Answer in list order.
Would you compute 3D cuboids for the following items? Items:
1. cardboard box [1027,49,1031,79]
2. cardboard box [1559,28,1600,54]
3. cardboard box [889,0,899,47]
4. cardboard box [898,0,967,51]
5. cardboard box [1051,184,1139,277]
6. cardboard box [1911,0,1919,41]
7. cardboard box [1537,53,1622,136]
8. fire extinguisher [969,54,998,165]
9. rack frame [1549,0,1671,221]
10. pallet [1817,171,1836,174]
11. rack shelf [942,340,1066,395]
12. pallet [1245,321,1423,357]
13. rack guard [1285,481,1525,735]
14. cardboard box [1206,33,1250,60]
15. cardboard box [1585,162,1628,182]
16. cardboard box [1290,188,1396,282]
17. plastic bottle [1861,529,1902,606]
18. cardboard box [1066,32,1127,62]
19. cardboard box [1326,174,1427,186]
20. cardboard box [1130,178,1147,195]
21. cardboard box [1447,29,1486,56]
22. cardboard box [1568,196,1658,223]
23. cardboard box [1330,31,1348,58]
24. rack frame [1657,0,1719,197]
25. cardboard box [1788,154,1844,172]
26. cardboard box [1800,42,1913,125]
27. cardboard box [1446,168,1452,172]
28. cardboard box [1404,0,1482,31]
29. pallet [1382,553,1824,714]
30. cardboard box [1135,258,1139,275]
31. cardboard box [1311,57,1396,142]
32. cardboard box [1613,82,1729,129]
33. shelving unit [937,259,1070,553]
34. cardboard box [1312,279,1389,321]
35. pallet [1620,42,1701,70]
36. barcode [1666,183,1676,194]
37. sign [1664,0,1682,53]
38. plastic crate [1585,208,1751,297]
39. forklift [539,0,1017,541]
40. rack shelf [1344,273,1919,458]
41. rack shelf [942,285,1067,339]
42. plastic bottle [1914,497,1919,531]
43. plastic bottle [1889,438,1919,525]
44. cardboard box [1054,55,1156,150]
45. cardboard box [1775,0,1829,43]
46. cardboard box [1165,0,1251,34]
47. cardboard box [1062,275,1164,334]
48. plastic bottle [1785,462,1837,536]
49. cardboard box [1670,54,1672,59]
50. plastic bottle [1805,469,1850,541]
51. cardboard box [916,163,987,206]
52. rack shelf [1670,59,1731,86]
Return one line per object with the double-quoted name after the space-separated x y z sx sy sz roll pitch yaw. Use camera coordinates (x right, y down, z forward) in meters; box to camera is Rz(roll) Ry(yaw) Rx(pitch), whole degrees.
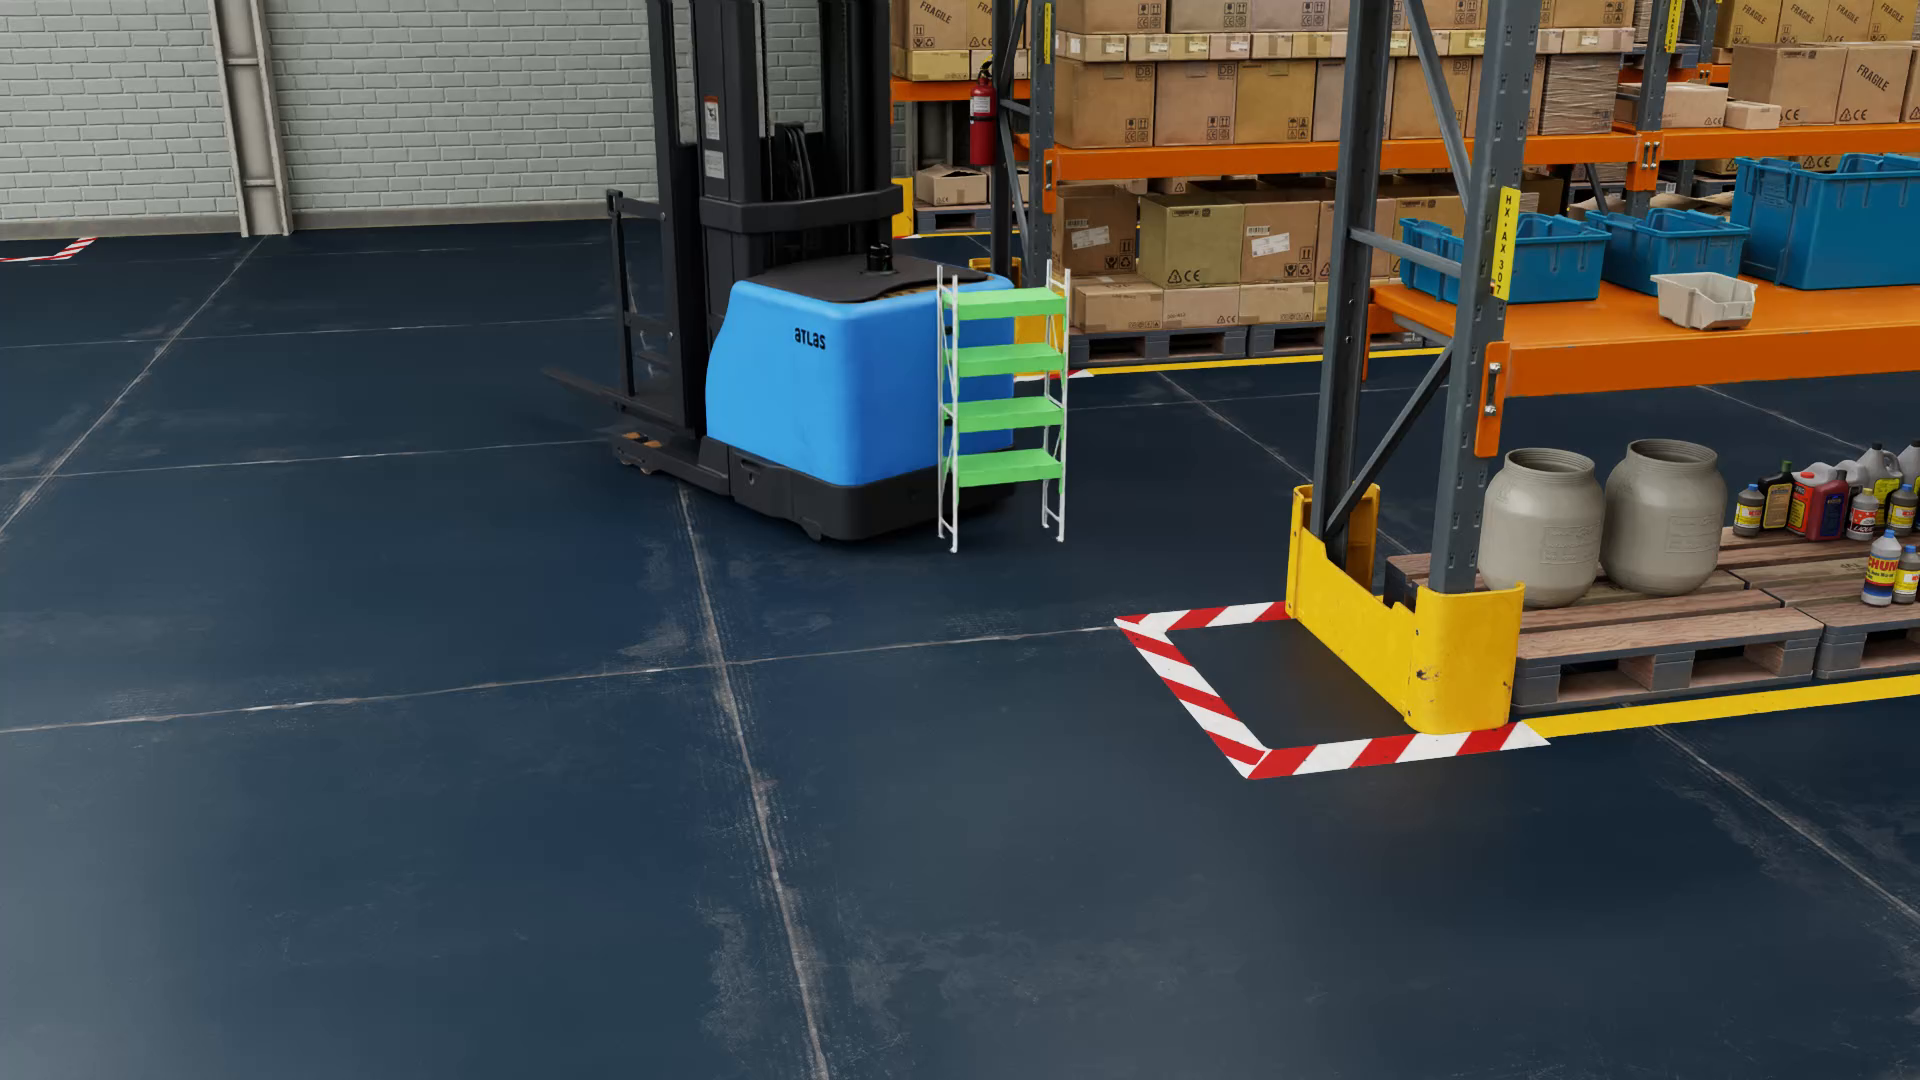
0.774 -4.213 14.643 0.500 0.250 0.500 -5 21 -13 "cardboard box"
3.807 -3.156 10.479 0.250 0.149 0.380 -5 21 -14 "cardboard box"
-0.363 -4.657 14.765 0.500 0.500 0.500 -5 21 -13 "cardboard box"
-0.239 -4.486 14.298 0.500 0.500 0.500 -5 21 -12 "cardboard box"
0.824 -2.000 10.710 0.500 0.500 0.500 -5 21 -12 "cardboard box"
9.529 -5.202 16.547 0.500 0.500 0.500 -5 21 -12 "cardboard box"
3.833 -2.926 10.796 0.500 0.500 0.700 -5 21 -14 "cardboard box"
0.149 -2.709 10.462 0.183 0.674 0.296 -5 21 -12 "fire extinguisher"
4.263 -2.916 10.914 0.127 3.000 1.000 -5 21 -12 "rack frame"
8.982 -3.714 17.146 1.213 0.211 1.003 -5 21 -12 "pallet"
0.180 -0.736 7.066 0.480 0.148 0.258 -6 21 -16 "rack shelf"
2.290 -1.460 10.994 1.213 0.211 1.003 -5 21 -12 "pallet"
1.570 0.211 6.012 0.348 0.500 1.175 -5 21 -12 "rack guard"
1.548 -2.970 9.974 0.250 0.149 0.380 -5 21 -13 "cardboard box"
6.324 -3.849 16.456 0.500 0.500 0.700 -4 21 -12 "cardboard box"
2.404 -1.944 10.556 0.500 0.500 0.500 -5 21 -12 "cardboard box"
3.343 0.094 6.024 0.097 0.271 0.097 0 20 0 "plastic bottle"
0.802 -2.910 9.809 0.250 0.149 0.380 -5 21 -13 "cardboard box"
2.767 -2.163 11.156 0.500 0.500 0.500 -5 21 -12 "cardboard box"
1.559 -3.322 15.528 0.250 0.149 0.380 -6 21 -17 "cardboard box"
3.057 -3.094 10.313 0.250 0.149 0.380 -5 21 -13 "cardboard box"
4.592 -2.214 11.568 0.500 0.311 0.500 -5 21 -12 "cardboard box"
2.298 -3.031 10.141 0.250 0.149 0.380 -4 21 -12 "cardboard box"
7.013 -4.891 16.304 0.127 3.000 1.000 -5 21 -12 "rack frame"
8.612 -4.160 16.824 0.750 0.750 0.750 -5 21 -13 "cardboard box"
6.015 -3.100 11.270 0.500 0.500 0.500 -5 21 -12 "cardboard box"
4.830 -3.755 16.200 0.500 0.500 0.700 -4 21 -12 "cardboard box"
2.854 -3.455 10.354 0.500 0.500 0.700 -5 21 -12 "cardboard box"
2.362 0.284 6.233 1.213 0.211 1.003 -5 21 -12 "pallet"
1.308 -1.691 10.956 0.500 0.250 0.500 -5 21 -12 "cardboard box"
2.334 -2.803 10.459 0.500 0.500 0.700 -4 21 -11 "cardboard box"
4.732 -2.899 11.086 0.500 0.250 0.500 -3 20 -9 "cardboard box"
0.180 -0.571 7.127 0.503 1.200 0.258 -6 21 -16 "shelving unit"
2.404 -1.592 10.686 0.500 0.250 0.500 -5 21 -12 "cardboard box"
6.344 -4.708 16.086 1.003 0.211 1.213 -5 21 -12 "pallet"
4.608 -2.281 10.778 0.075 0.075 0.001 -5 21 -12 "barcode"
4.393 -3.174 10.245 0.005 0.325 0.100 -5 21 -12 "sign"
2.558 -1.061 6.065 0.408 0.251 0.499 -5 21 -12 "plastic crate"
-1.092 -1.800 7.968 1.130 2.935 3.031 -17 26 -39 "forklift"
3.453 -0.762 6.079 4.000 0.370 1.077 -5 21 -12 "rack shelf"
0.180 -0.961 6.984 0.480 0.148 0.258 -6 21 -16 "rack shelf"
3.980 -0.164 6.722 0.135 0.276 0.152 -5 21 -12 "plastic bottle"
3.921 -0.247 6.839 0.185 0.351 0.144 -5 21 -13 "plastic bottle"
0.828 -2.679 10.122 0.500 0.500 0.700 -5 21 -12 "cardboard box"
8.056 -5.078 16.208 0.500 0.500 0.500 -4 20 -11 "cardboard box"
1.390 -3.336 10.029 0.500 0.500 0.700 -5 21 -14 "cardboard box"
0.944 -1.474 10.363 0.500 0.250 0.500 -5 21 -12 "cardboard box"
3.445 -0.172 6.743 0.135 0.276 0.152 -4 21 -12 "plastic bottle"
7.270 -4.894 16.649 0.250 0.149 0.380 -4 21 -12 "cardboard box"
3.470 -0.140 6.644 0.133 0.283 0.061 -5 21 -12 "plastic bottle"
-0.079 -3.226 15.030 0.500 0.311 0.500 -7 21 -19 "cardboard box"
8.959 -4.711 16.860 4.000 0.370 1.077 -5 21 -12 "rack shelf"
